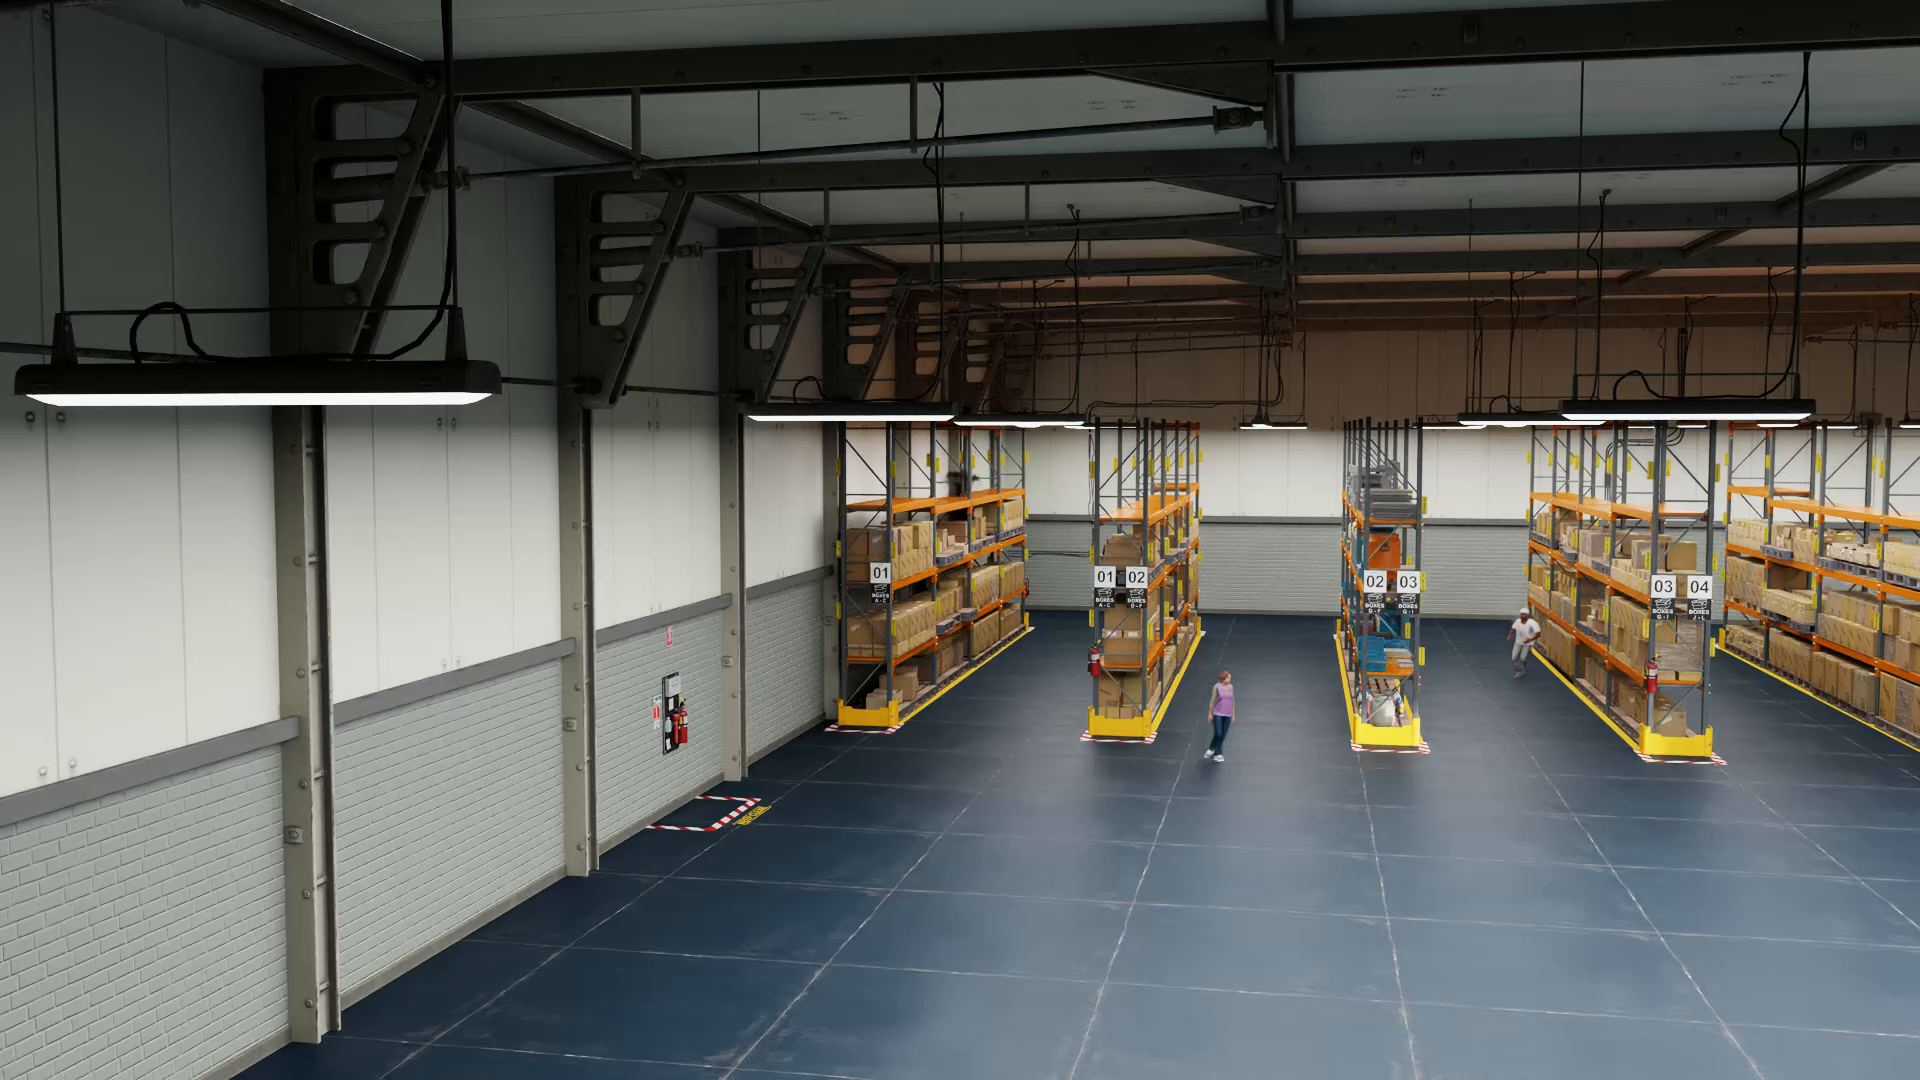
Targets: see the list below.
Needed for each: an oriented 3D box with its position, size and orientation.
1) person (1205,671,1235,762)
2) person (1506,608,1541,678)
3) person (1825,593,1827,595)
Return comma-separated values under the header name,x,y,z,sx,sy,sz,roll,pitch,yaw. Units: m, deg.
name,x,y,z,sx,sy,sz,roll,pitch,yaw
person,4.508,3.047,28.825,0.505,1.587,0.411,-2,4,-24
person,13.119,2.399,38.659,0.778,1.666,0.533,3,5,40
person,22.200,2.160,42.526,0.625,1.628,0.862,-1,4,-10
